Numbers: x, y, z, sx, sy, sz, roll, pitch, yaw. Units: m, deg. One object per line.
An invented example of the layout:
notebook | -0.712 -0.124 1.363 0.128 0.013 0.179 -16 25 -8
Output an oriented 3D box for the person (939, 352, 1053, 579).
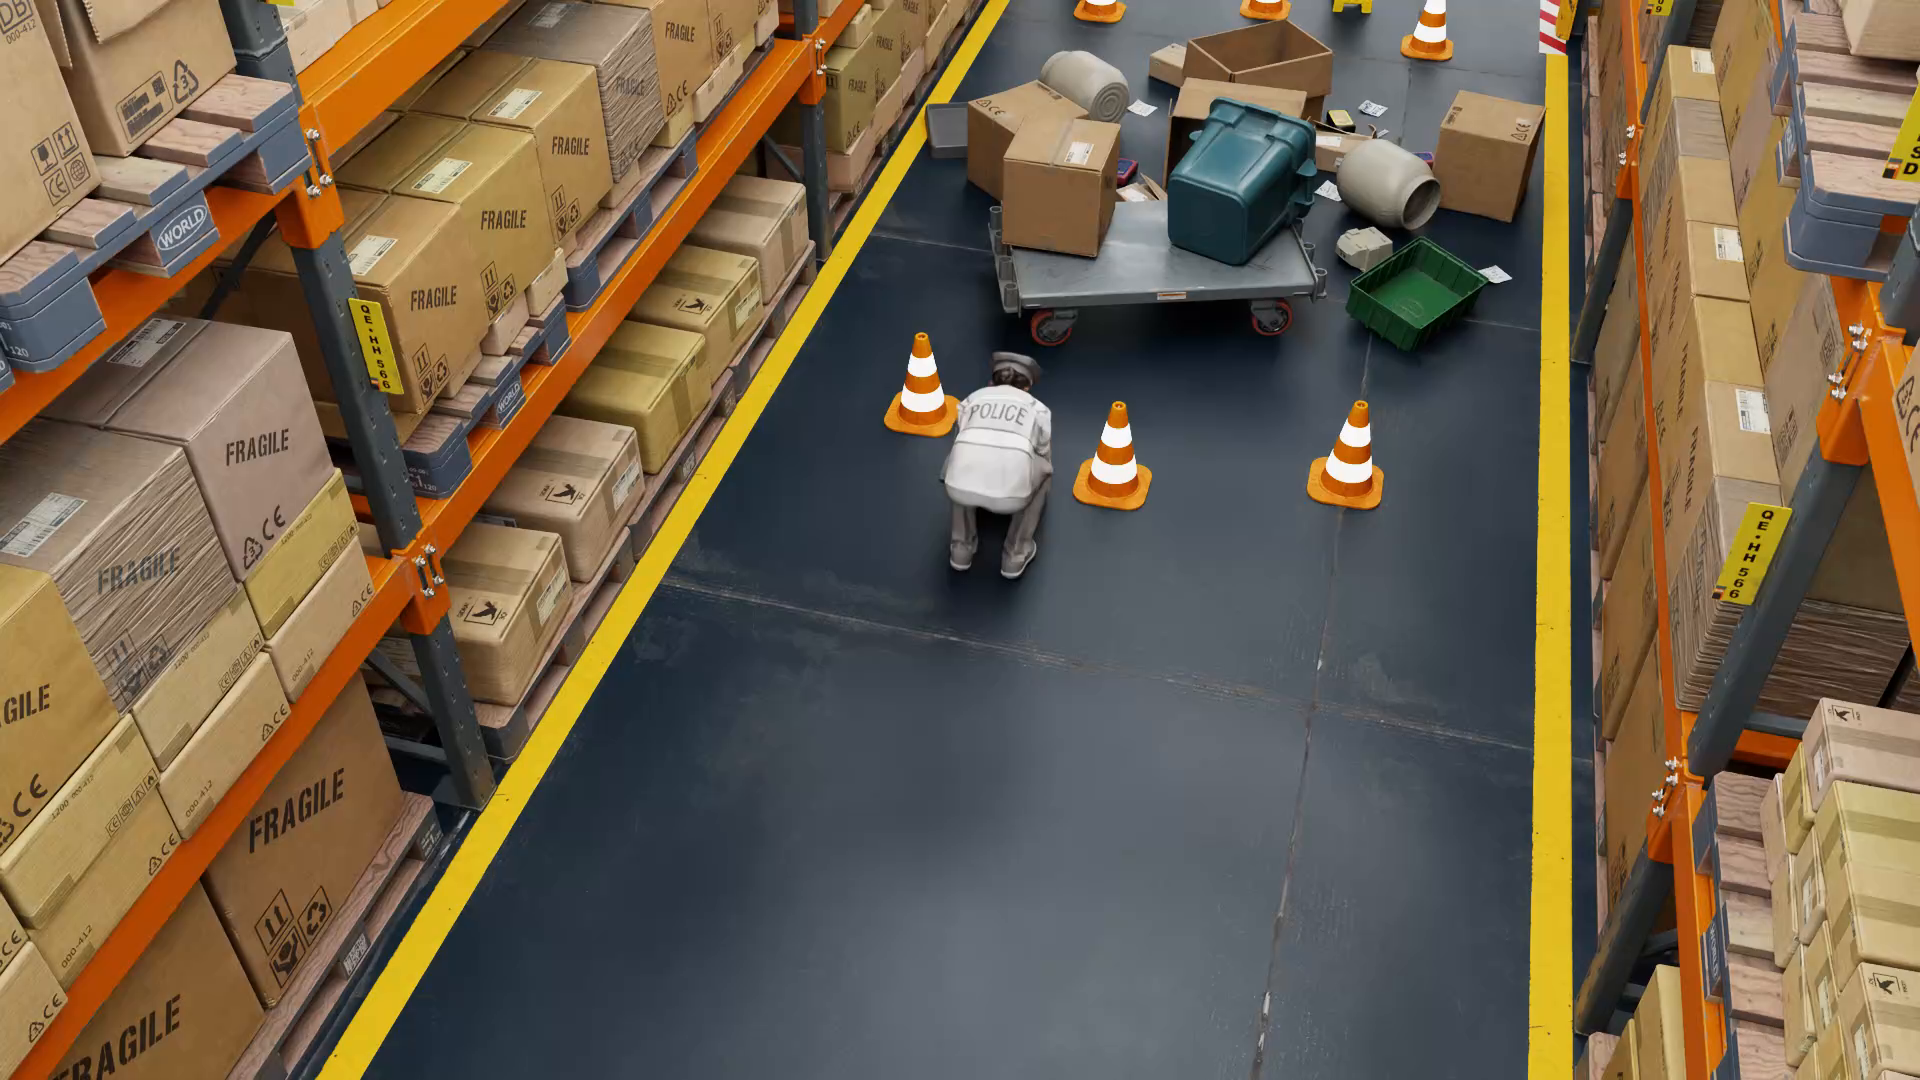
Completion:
person | 0.174 -0.308 7.217 0.458 0.761 0.914 9 42 10
